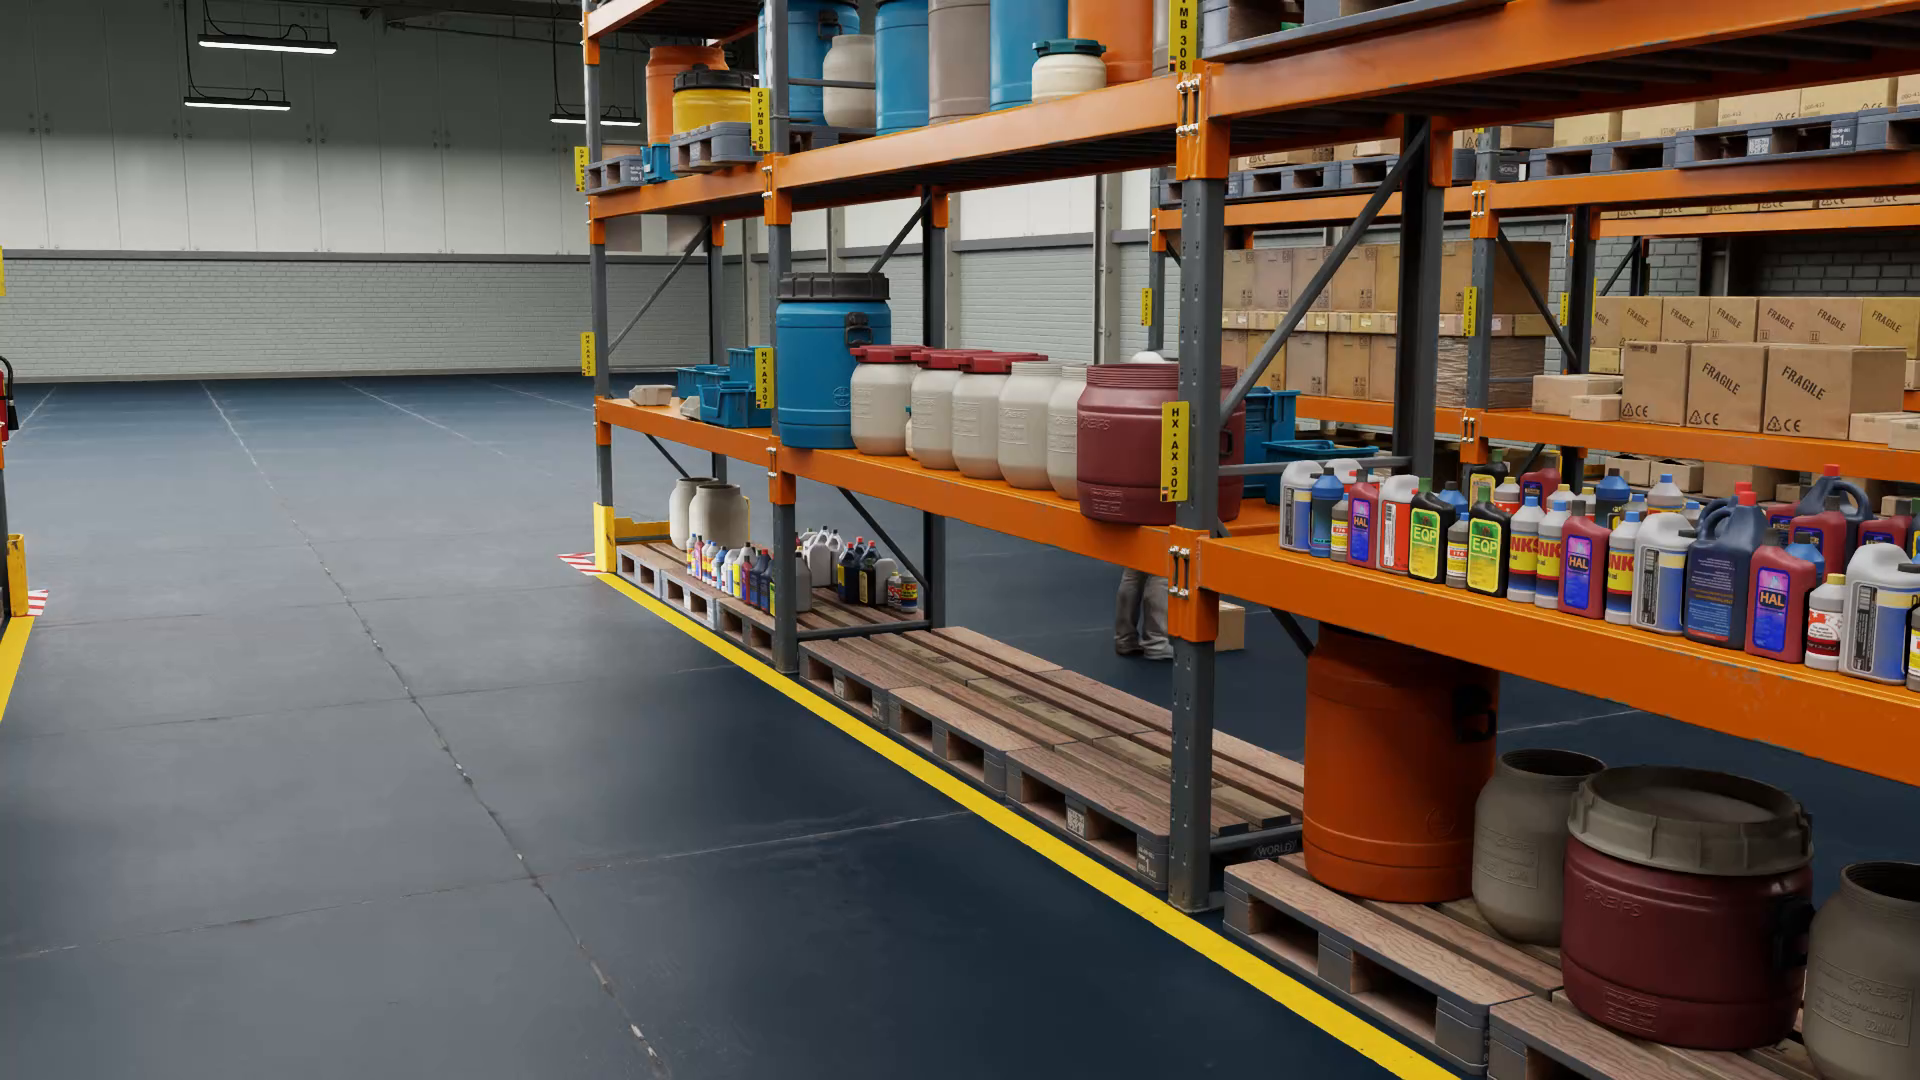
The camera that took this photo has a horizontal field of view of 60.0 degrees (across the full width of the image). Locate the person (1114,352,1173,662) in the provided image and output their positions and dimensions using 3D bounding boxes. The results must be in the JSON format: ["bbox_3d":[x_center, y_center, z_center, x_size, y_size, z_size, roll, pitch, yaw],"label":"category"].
[{"bbox_3d":[1.099,-0.202,9.632,0.392,1.762,0.564,-4,9,-24],"label":"person"}]
